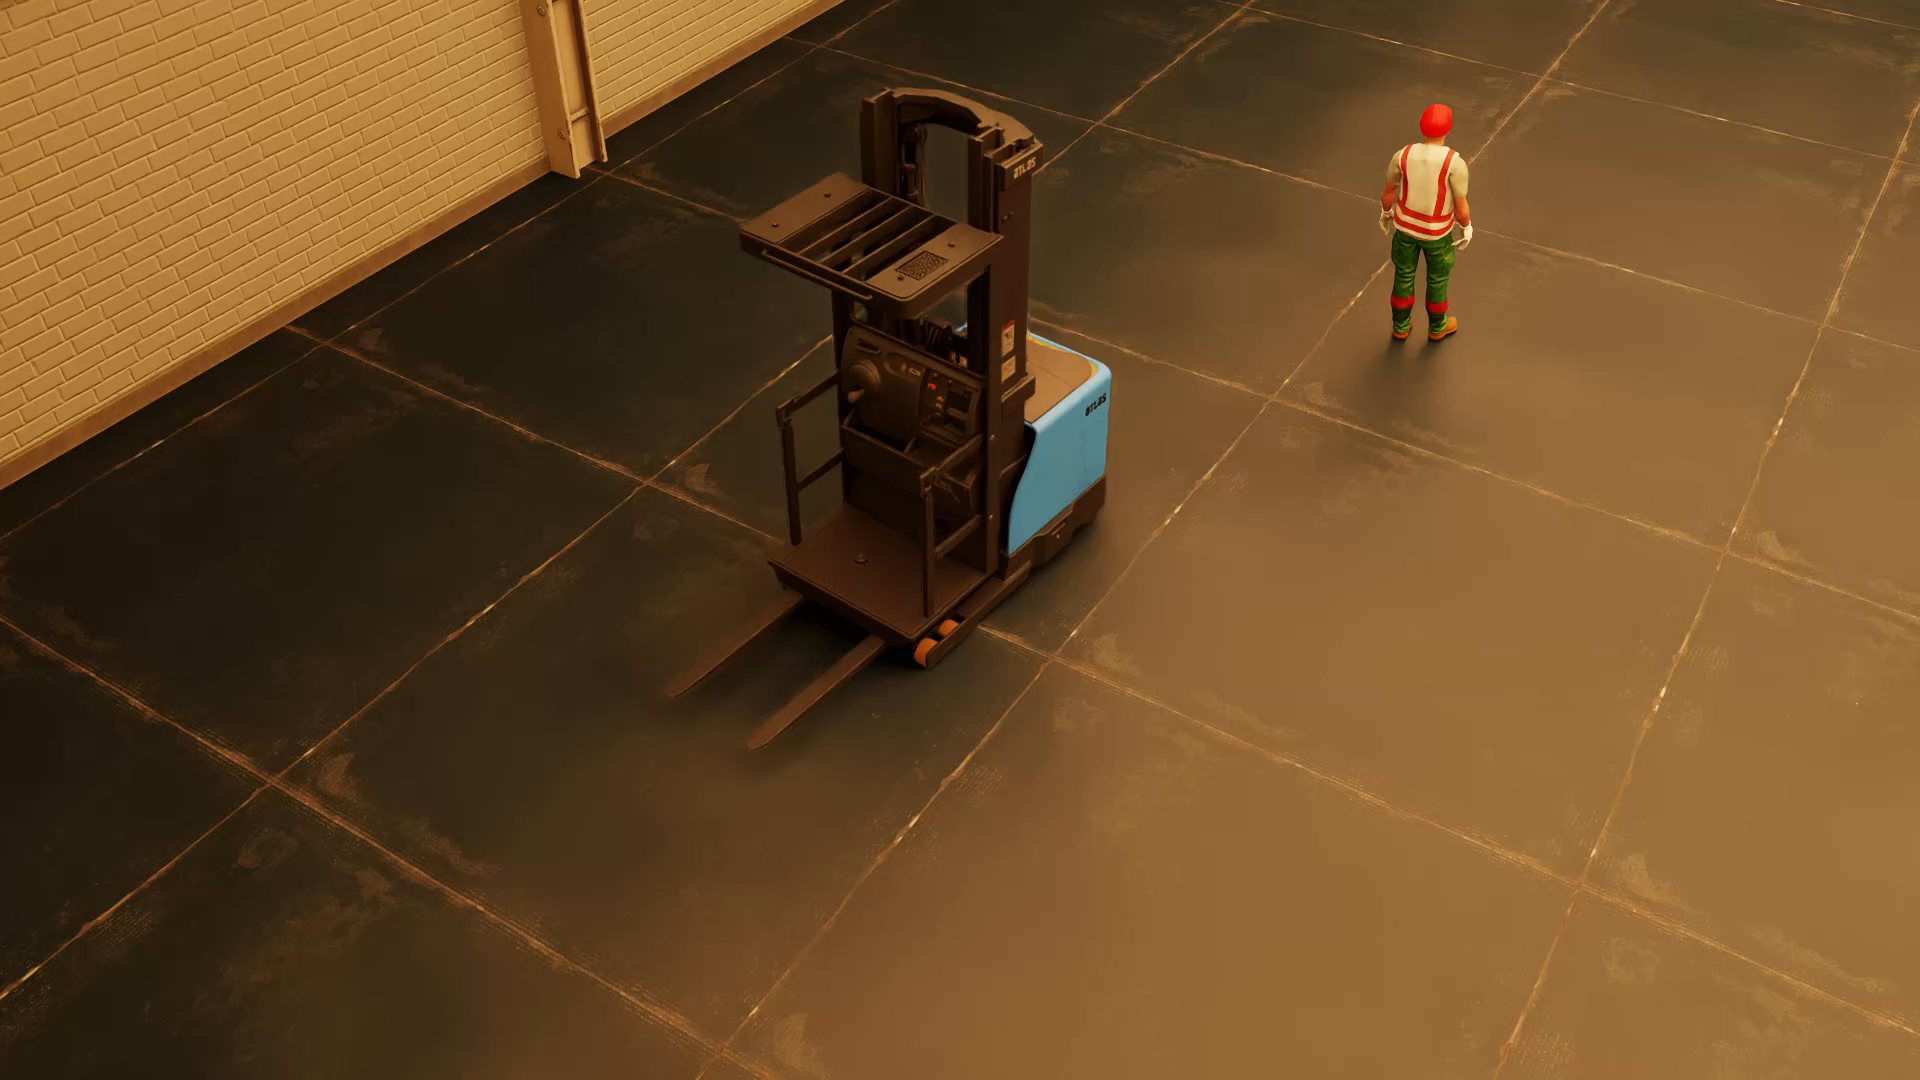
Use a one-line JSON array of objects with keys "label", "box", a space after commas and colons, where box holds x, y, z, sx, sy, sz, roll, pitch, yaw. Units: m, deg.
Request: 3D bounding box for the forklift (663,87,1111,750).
[{"label": "forklift", "box": [-0.398, -0.764, 8.868, 1.130, 2.935, 3.031, 27, 47, 28]}]

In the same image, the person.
[{"label": "person", "box": [3.216, -2.207, 11.403, 0.637, 1.737, 0.557, 22, 45, 24]}]
